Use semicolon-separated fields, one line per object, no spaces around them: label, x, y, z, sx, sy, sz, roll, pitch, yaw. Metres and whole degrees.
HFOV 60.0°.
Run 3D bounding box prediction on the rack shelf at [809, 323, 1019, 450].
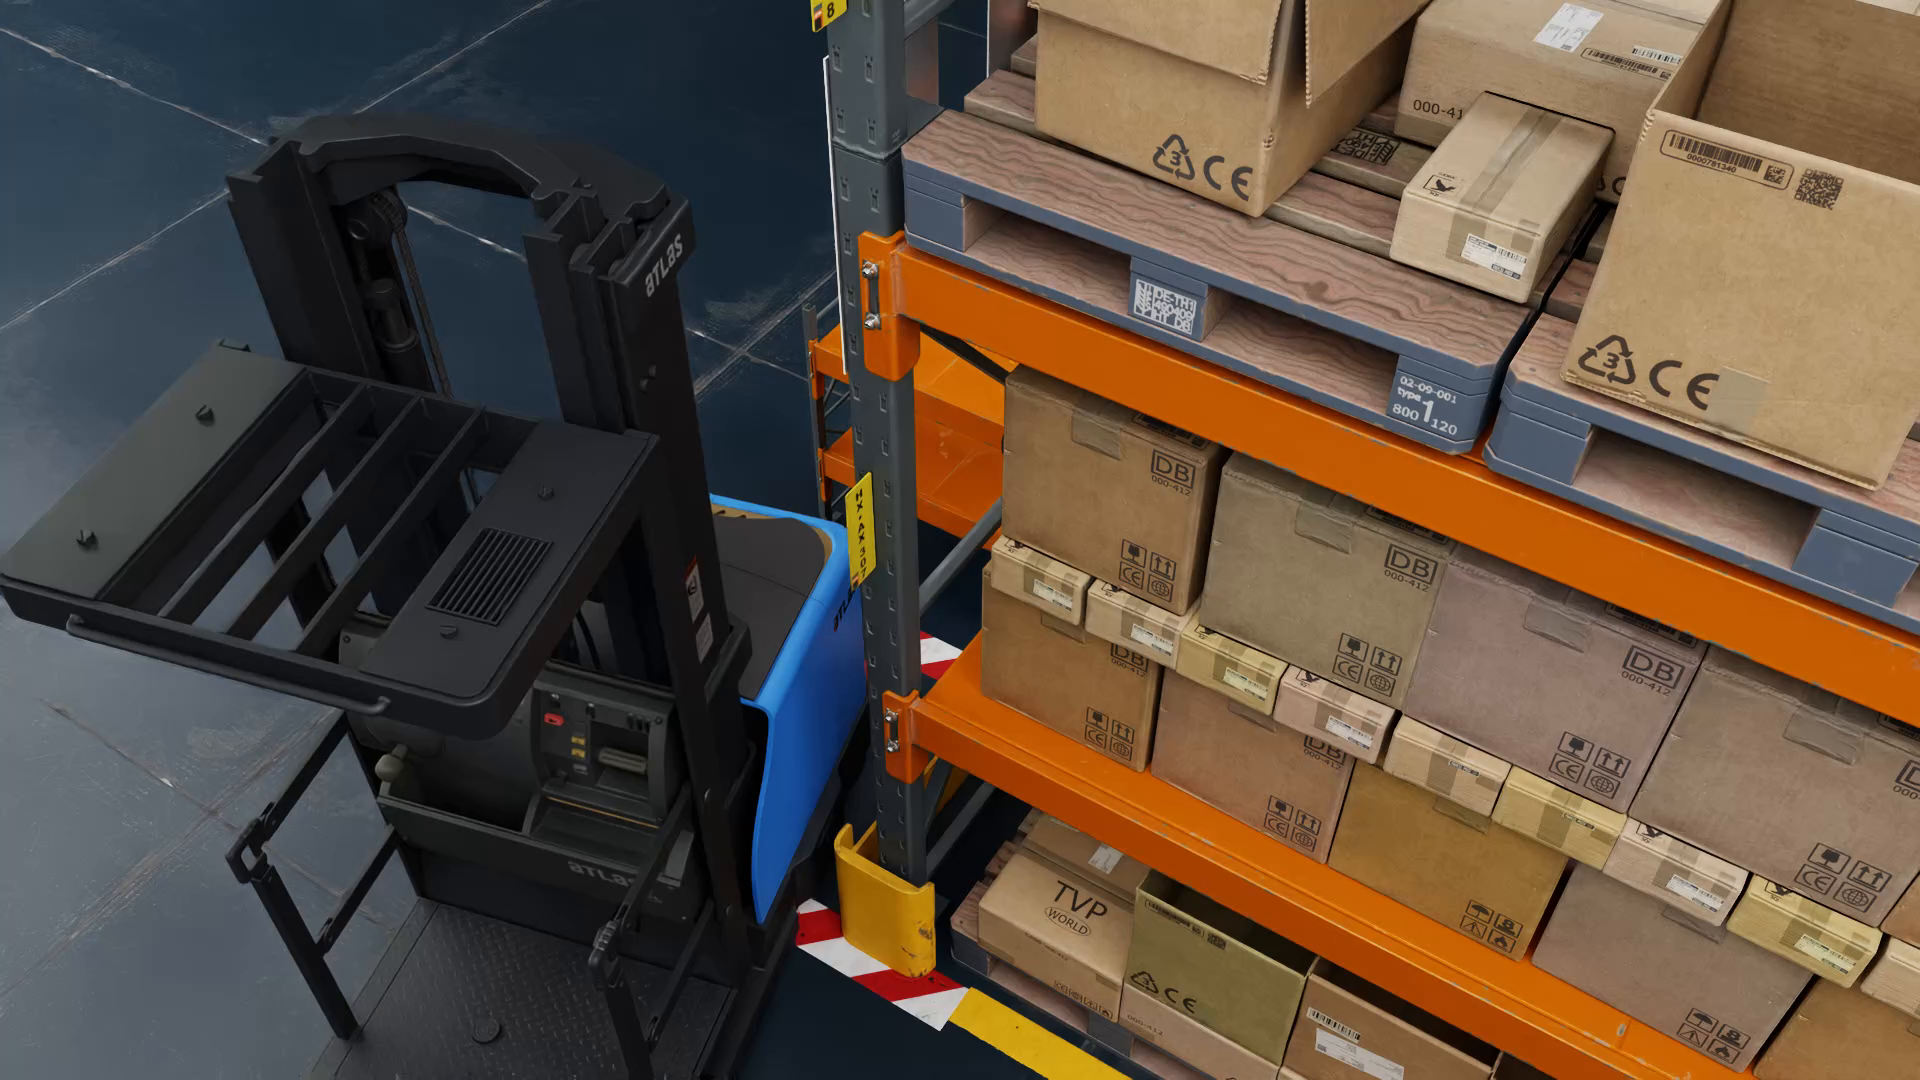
rack shelf;0.006;-0.593;6.134;1.000;0.278;0.538;25;51;22

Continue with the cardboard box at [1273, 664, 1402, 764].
cardboard box;0.924;0.297;3.848;0.250;0.149;0.380;24;50;22

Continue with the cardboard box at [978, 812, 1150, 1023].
cardboard box;0.397;1.132;5.182;0.500;0.250;0.500;25;51;22

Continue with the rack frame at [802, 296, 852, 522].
rack frame;-0.422;-0.586;6.535;0.032;1.125;0.500;25;51;22

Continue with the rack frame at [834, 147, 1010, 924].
rack frame;0.066;-0.021;4.679;0.127;3.000;1.000;25;51;22

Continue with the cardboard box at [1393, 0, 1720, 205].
cardboard box;1.178;-0.923;3.178;0.500;0.250;0.500;25;51;22

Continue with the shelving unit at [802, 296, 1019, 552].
shelving unit;0.006;-0.389;6.344;1.048;1.125;0.538;25;51;22

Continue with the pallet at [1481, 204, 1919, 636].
pallet;1.678;-0.275;2.896;1.213;0.211;1.003;25;51;22

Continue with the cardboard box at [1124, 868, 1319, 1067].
cardboard box;0.819;1.064;4.727;0.500;0.500;0.500;25;51;22

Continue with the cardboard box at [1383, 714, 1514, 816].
cardboard box;1.150;0.398;3.749;0.250;0.149;0.380;23;50;21

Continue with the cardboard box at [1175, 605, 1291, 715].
cardboard box;0.713;0.198;3.944;0.250;0.149;0.380;25;51;22

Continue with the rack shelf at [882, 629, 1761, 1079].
rack shelf;1.749;1.004;4.185;4.000;0.370;1.077;25;51;22

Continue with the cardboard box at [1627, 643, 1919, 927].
cardboard box;1.789;0.289;3.403;0.500;0.500;0.700;25;51;22

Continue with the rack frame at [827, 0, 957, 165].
rack frame;0.066;-2.112;2.528;0.127;3.000;1.000;25;51;22

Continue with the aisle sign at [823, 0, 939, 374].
aisle sign;-0.155;-0.768;3.592;0.004;0.787;0.394;25;51;22

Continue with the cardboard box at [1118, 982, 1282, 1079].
cardboard box;0.820;1.324;4.997;0.500;0.250;0.500;25;51;22

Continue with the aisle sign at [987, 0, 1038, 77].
aisle sign;0.169;-1.130;3.944;0.004;0.787;0.394;25;51;22

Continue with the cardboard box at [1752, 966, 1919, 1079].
cardboard box;2.188;0.928;3.687;0.500;0.500;0.700;25;51;23

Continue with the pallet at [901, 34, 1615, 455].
pallet;0.647;-0.747;3.354;1.213;0.211;1.003;25;51;22

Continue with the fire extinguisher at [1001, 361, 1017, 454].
fire extinguisher;0.217;-0.321;5.024;0.183;0.674;0.296;25;51;22

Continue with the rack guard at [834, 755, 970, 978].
rack guard;0.046;0.840;5.585;0.348;0.500;1.175;25;51;22

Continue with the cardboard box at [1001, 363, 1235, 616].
cardboard box;0.496;-0.299;3.975;0.500;0.500;0.700;25;51;22

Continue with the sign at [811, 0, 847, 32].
sign;-0.239;-1.066;2.938;0.005;0.325;0.100;25;51;22

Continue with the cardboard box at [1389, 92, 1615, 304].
cardboard box;0.961;-0.612;2.947;0.250;0.149;0.380;25;51;22

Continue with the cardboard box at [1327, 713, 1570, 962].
cardboard box;1.311;0.528;4.075;0.500;0.500;0.700;25;51;22

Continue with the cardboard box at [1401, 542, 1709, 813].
cardboard box;1.367;0.096;3.591;0.500;0.500;0.700;25;51;22

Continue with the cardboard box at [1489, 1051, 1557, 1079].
cardboard box;1.658;1.453;4.348;0.500;0.500;0.500;25;51;22

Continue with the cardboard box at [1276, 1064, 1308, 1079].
cardboard box;1.241;1.518;4.808;0.500;0.250;0.500;25;51;22

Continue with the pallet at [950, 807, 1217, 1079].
pallet;0.732;1.221;5.416;1.213;0.211;1.003;25;51;22

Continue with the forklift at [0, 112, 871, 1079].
forklift;-1.237;0.588;4.135;1.130;2.935;3.031;13;47;12

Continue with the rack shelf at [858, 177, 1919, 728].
rack shelf;1.749;-0.042;3.109;4.000;0.370;1.077;25;51;22

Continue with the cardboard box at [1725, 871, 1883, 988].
cardboard box;1.795;0.697;3.459;0.250;0.149;0.380;26;51;23

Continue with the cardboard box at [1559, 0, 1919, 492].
cardboard box;1.316;-0.489;2.582;0.500;0.500;0.500;25;51;22

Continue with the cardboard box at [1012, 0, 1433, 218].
cardboard box;0.547;-1.073;3.147;0.637;0.503;0.797;28;52;25

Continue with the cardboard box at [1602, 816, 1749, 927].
cardboard box;1.573;0.595;3.558;0.250;0.149;0.380;25;51;22

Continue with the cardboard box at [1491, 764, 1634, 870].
cardboard box;1.365;0.497;3.653;0.250;0.149;0.380;24;50;22

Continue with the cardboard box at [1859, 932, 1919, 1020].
cardboard box;2.020;0.798;3.361;0.250;0.149;0.380;26;51;23

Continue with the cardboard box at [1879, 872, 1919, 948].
cardboard box;2.209;0.483;3.215;0.500;0.500;0.700;25;51;22

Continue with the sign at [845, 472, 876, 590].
sign;-0.239;-0.018;4.017;0.005;0.325;0.100;25;51;22

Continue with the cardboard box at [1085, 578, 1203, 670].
cardboard box;0.504;0.100;4.039;0.250;0.149;0.380;23;50;21

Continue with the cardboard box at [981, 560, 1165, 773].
cardboard box;0.452;0.132;4.460;0.500;0.500;0.700;25;51;22

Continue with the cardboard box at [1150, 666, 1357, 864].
cardboard box;0.897;0.333;4.265;0.500;0.500;0.700;26;51;23

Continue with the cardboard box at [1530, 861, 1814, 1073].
cardboard box;1.757;0.730;3.879;0.500;0.500;0.700;26;51;23

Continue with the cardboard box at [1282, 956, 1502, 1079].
cardboard box;1.247;1.249;4.546;0.500;0.500;0.500;25;51;22

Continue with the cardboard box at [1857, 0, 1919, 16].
cardboard box;1.646;-0.729;2.947;0.500;0.311;0.500;31;53;26

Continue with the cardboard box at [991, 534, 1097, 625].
cardboard box;0.280;0.000;4.137;0.250;0.149;0.380;24;51;22

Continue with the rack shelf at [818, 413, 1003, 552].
rack shelf;0.006;-0.219;6.519;1.000;0.278;0.538;25;51;22

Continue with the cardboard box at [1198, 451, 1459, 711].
cardboard box;0.942;-0.099;3.780;0.500;0.500;0.700;23;50;21
